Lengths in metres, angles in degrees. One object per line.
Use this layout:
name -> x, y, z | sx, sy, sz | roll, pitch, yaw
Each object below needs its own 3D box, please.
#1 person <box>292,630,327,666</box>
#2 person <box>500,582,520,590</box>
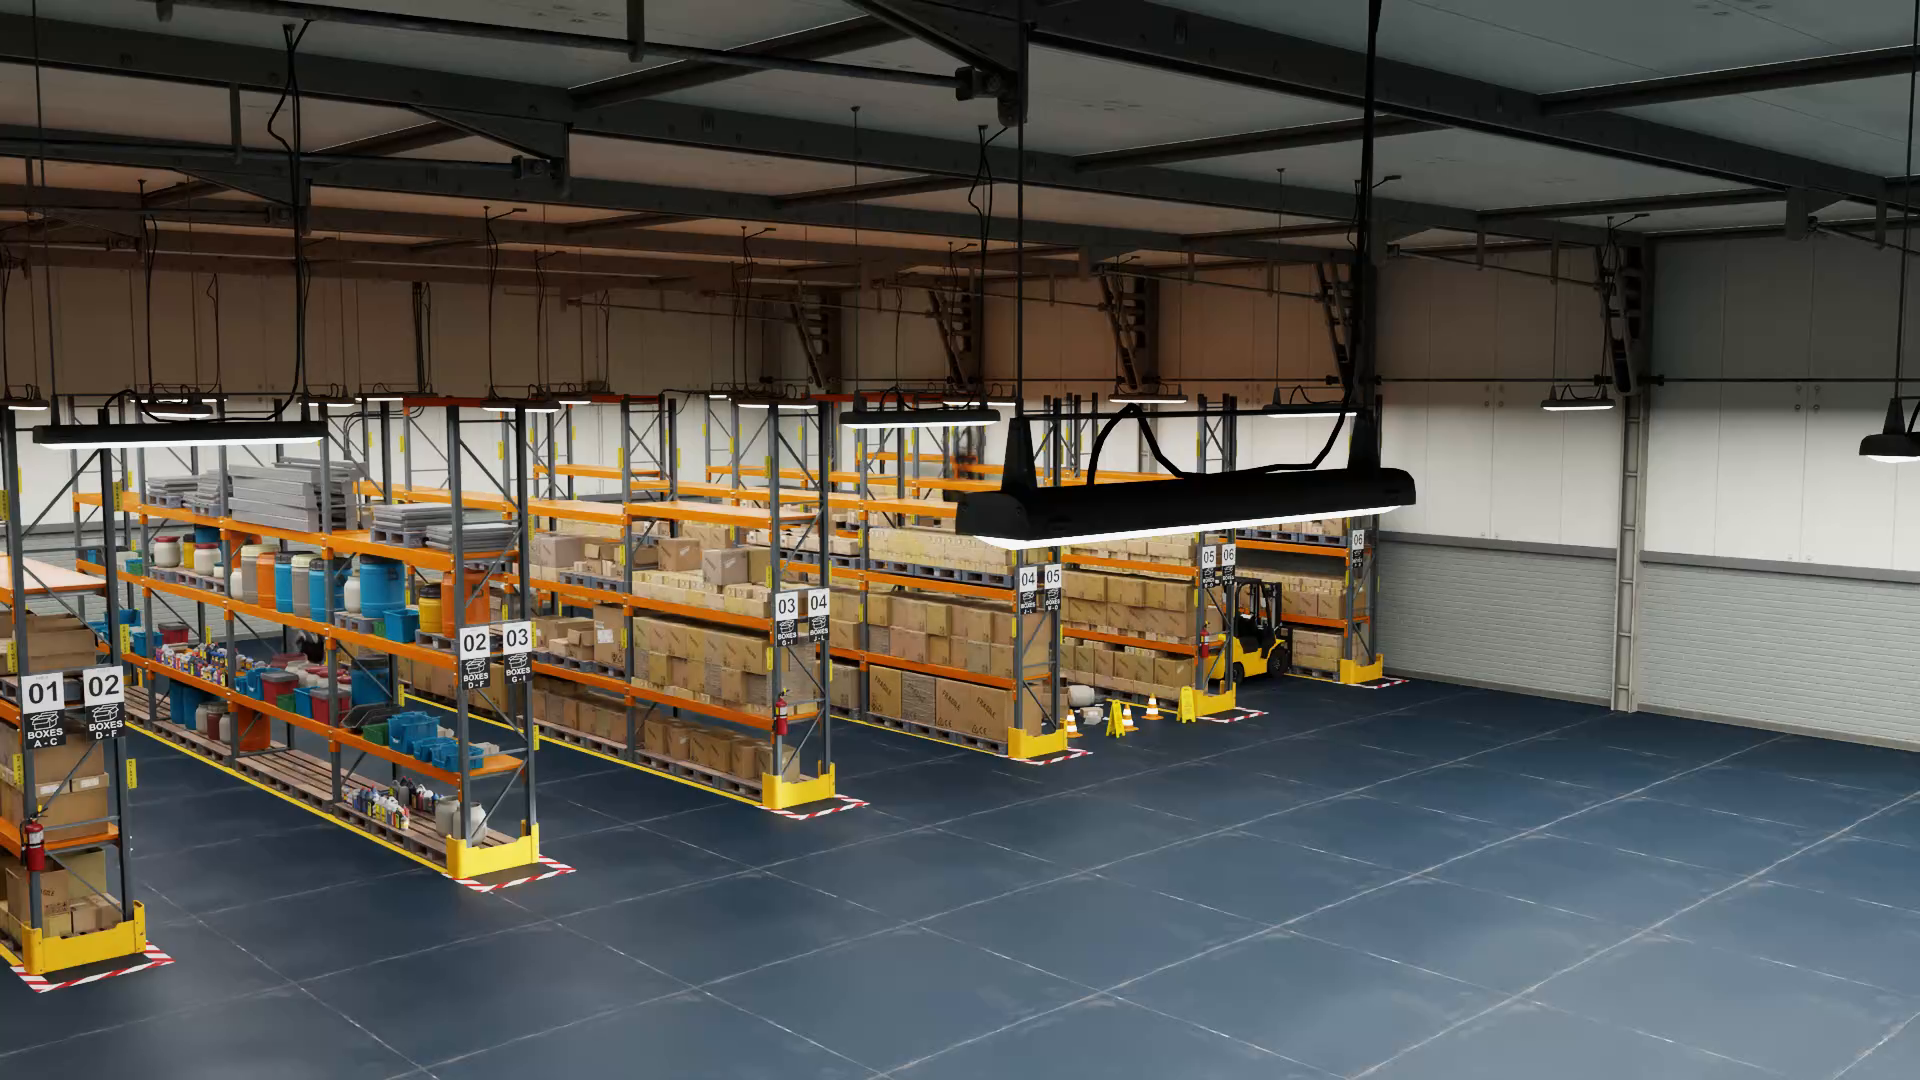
person -> -12.687, 2.357, 32.476 | 0.882, 1.709, 0.645 | 5, 7, 41
person -> -10.787, 1.615, 39.962 | 0.672, 1.821, 0.817 | 3, 6, 28
